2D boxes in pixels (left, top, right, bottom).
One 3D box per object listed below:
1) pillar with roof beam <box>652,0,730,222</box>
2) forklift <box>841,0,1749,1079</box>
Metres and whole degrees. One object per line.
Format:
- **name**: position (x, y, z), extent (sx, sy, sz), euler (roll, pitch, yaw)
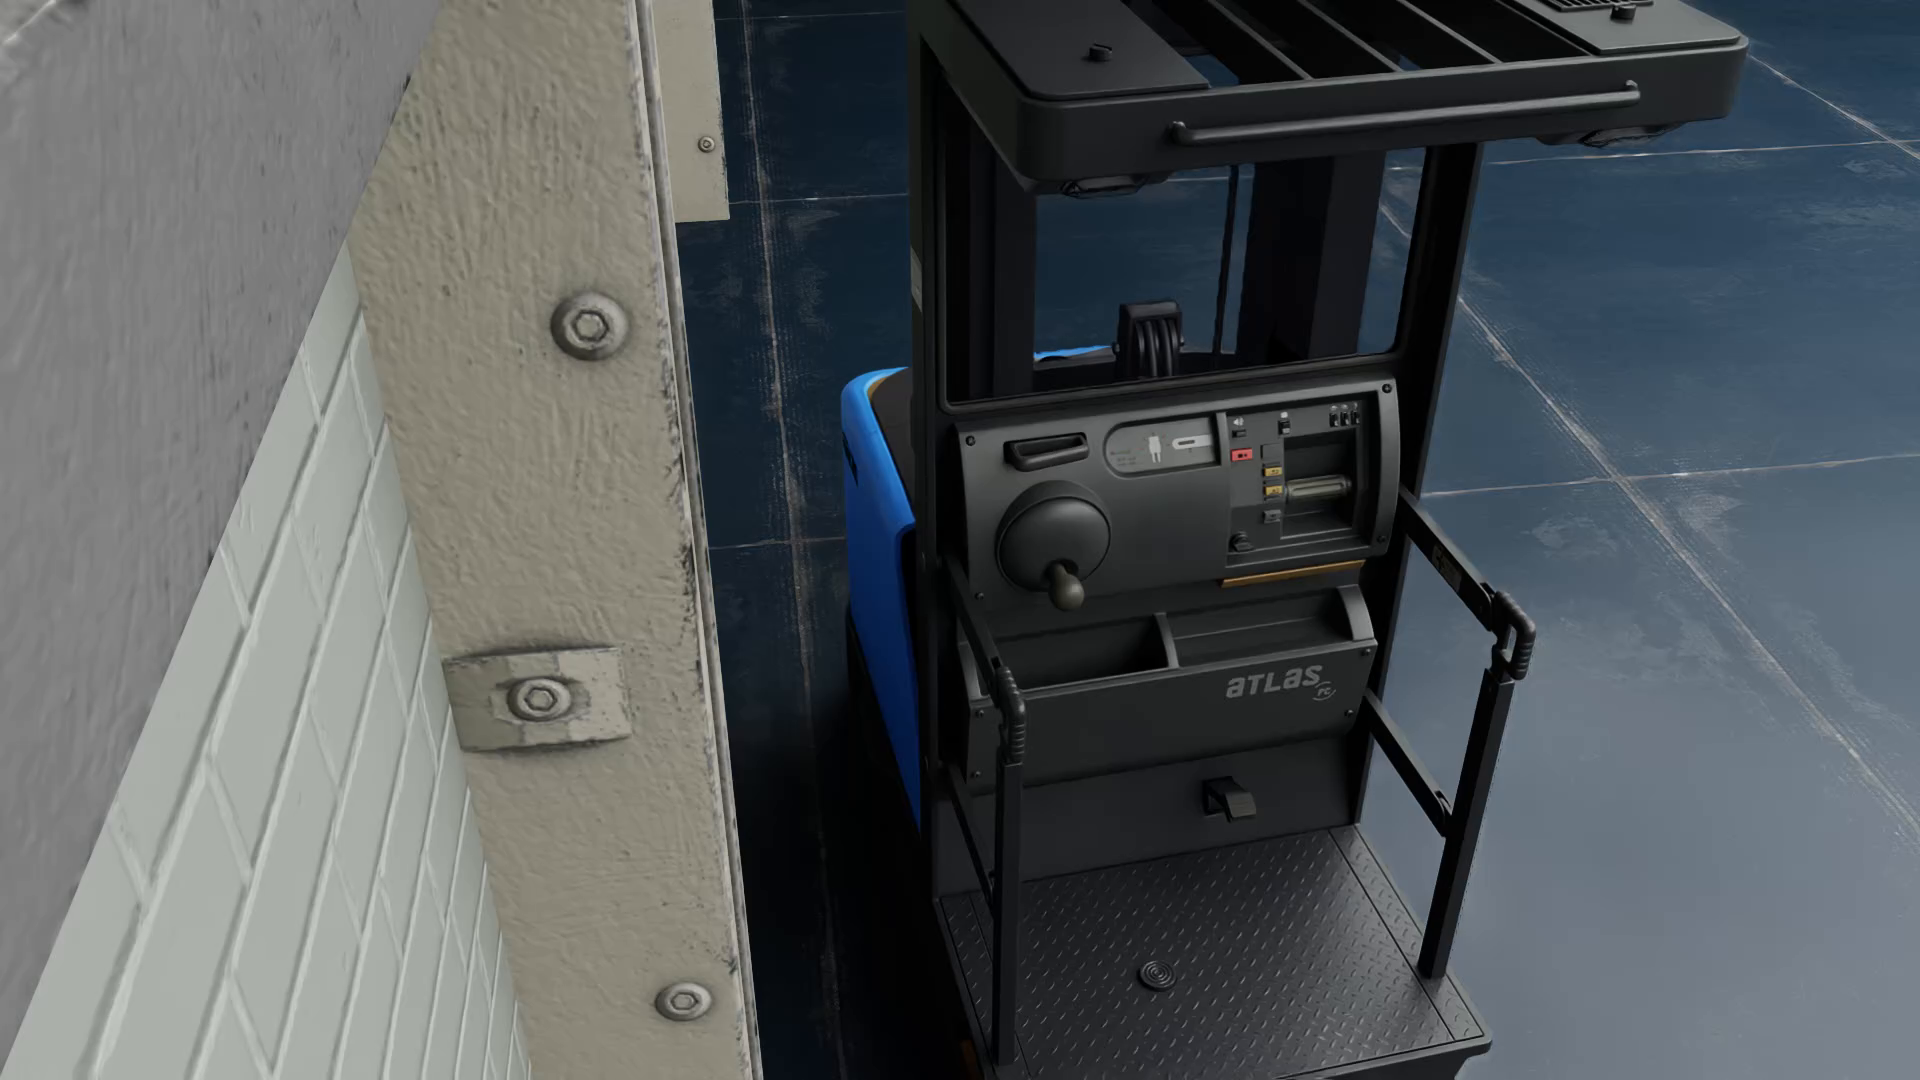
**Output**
- **pillar with roof beam**: position (2.975, -5.690, 6.108), extent (9.100, 9.000, 0.400), euler (-4, 35, -6)
- **forklift**: position (0.507, -0.036, 3.200), extent (1.130, 2.935, 3.031), euler (-8, 35, -11)
